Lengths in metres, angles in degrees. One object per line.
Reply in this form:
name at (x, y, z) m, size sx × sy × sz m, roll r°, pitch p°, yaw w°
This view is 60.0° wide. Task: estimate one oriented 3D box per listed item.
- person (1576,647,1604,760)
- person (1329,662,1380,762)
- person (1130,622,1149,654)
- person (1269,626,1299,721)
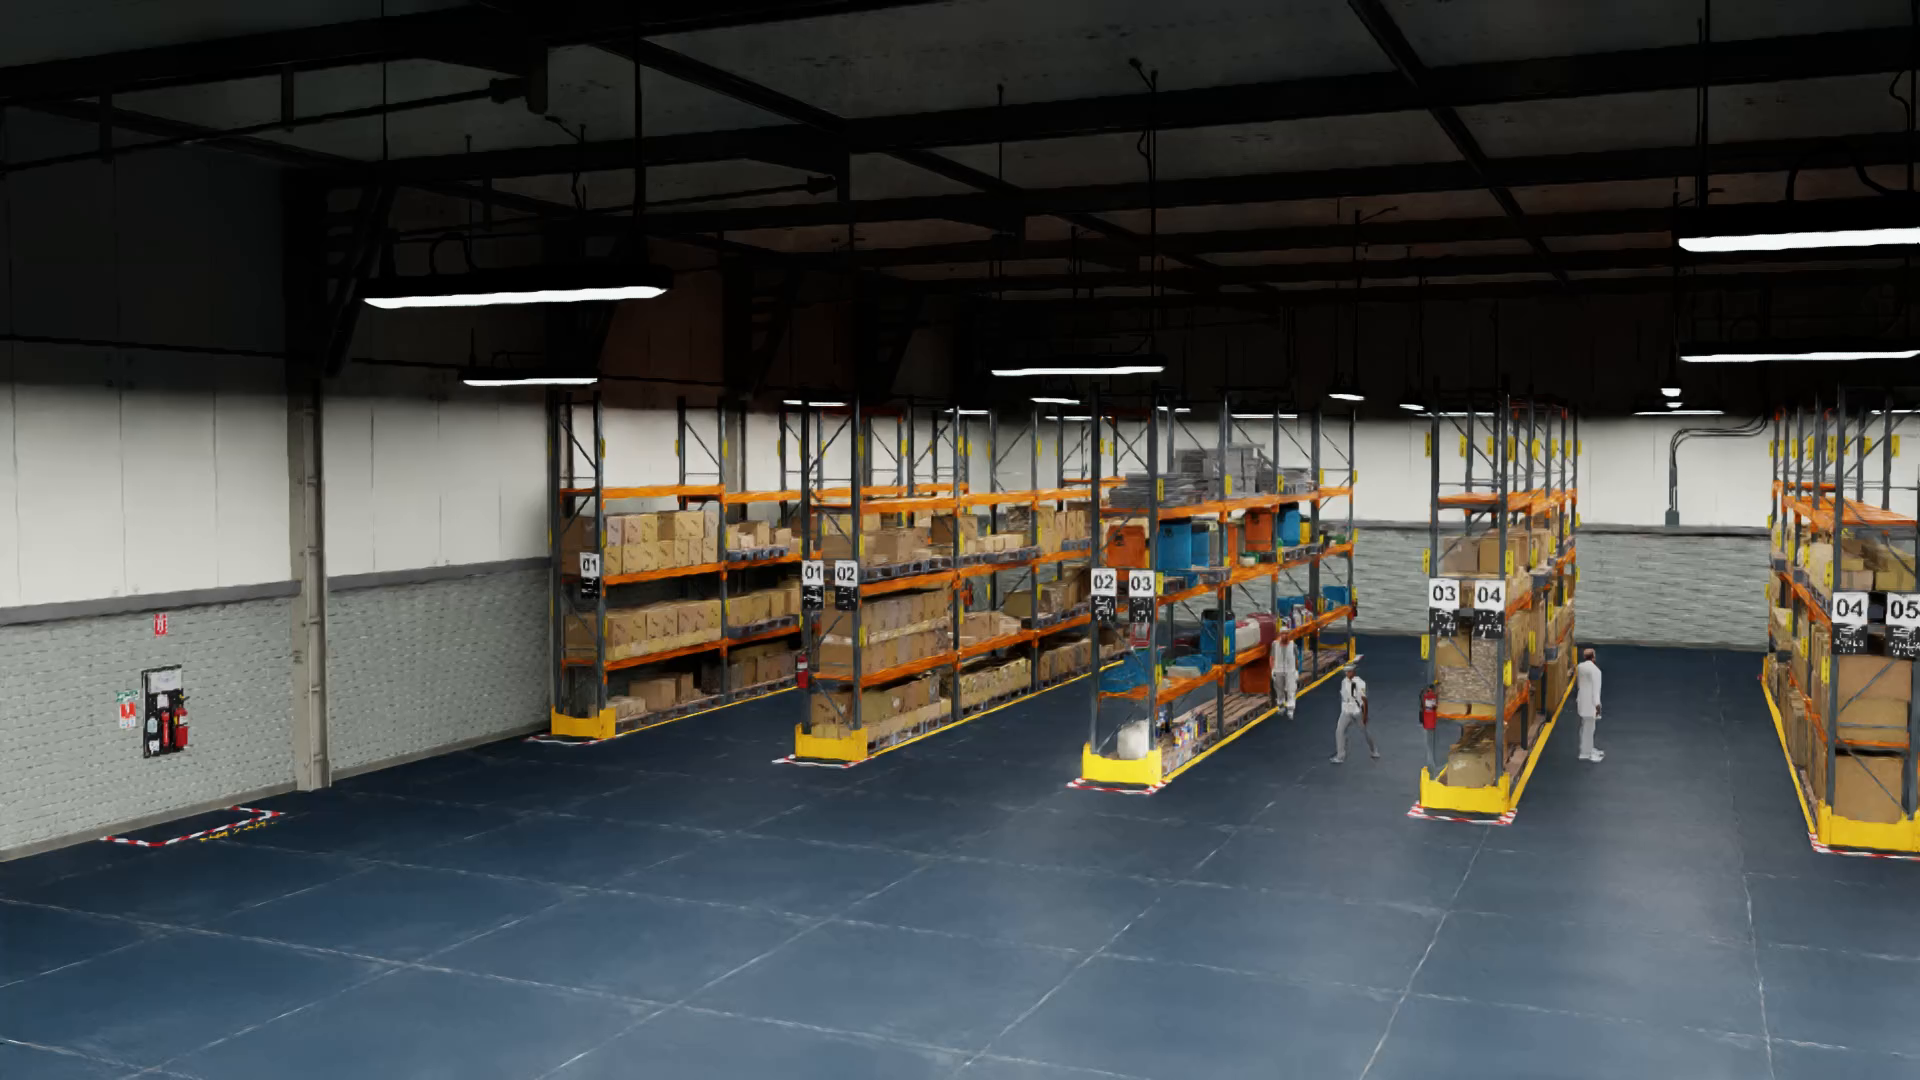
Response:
person at (10.170, 2.619, 26.760) m, size 0.515 × 1.782 × 0.638 m, roll 0°, pitch 3°, yaw -4°
person at (6.314, 2.727, 26.494) m, size 0.505 × 1.610 × 0.938 m, roll 3°, pitch 4°, yaw 45°
person at (3.798, 2.216, 34.709) m, size 0.553 × 1.709 × 1.123 m, roll 2°, pitch 4°, yaw 26°
person at (5.957, 2.435, 30.610) m, size 0.528 × 1.727 × 1.030 m, roll 1°, pitch 3°, yaw 15°
